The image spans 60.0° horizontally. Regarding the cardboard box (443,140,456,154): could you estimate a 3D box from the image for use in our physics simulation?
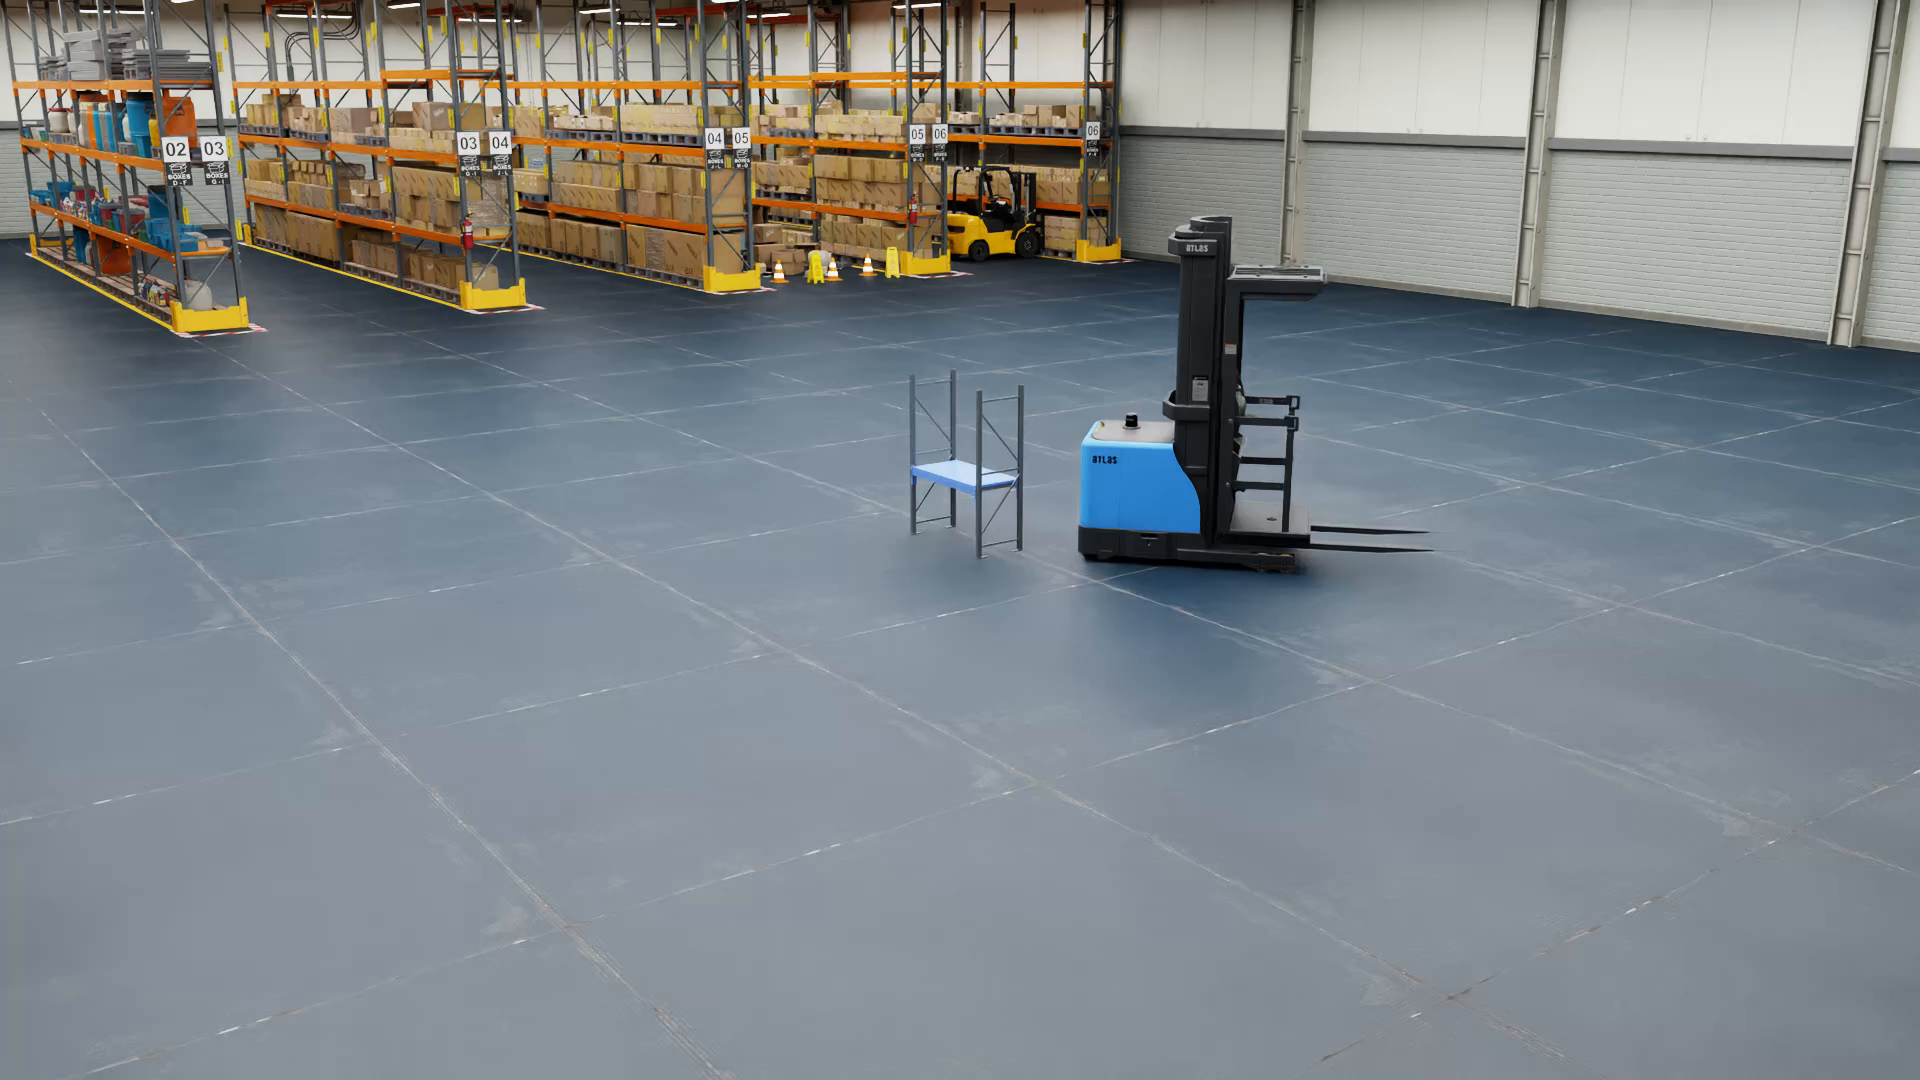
[{"bbox_3d":[-9.224,-7.268,30.725,0.500,0.250,0.500,-10,18,-33],"label":"cardboard box"}]

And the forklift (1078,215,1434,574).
[{"bbox_3d":[2.607,-1.281,14.376,3.031,2.935,1.130,3,16,11],"label":"forklift"}]

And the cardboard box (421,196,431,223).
[{"bbox_3d":[-9.970,-6.454,32.395,0.875,0.500,0.500,-11,19,-35],"label":"cardboard box"}]

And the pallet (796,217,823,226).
[{"bbox_3d":[-4.165,-9.504,49.574,1.003,0.211,1.213,-11,19,-35],"label":"pallet"}]

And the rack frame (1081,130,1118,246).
[{"bbox_3d":[3.294,-8.140,39.308,1.000,3.000,0.127,-11,19,-35],"label":"rack frame"}]

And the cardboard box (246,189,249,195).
[{"bbox_3d":[-18.200,-8.999,42.922,0.380,0.149,0.250,-11,19,-34],"label":"cardboard box"}]

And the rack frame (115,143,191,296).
[{"bbox_3d":[-15.093,-5.916,31.181,1.000,3.000,0.127,-11,19,-35],"label":"rack frame"}]

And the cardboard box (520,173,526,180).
[{"bbox_3d":[-10.486,-8.855,40.474,0.380,0.149,0.250,-10,18,-33],"label":"cardboard box"}]

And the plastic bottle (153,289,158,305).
[{"bbox_3d":[-14.383,-4.372,29.867,0.152,0.276,0.135,-11,19,-36],"label":"plastic bottle"}]

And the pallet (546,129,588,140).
[{"bbox_3d":[-8.946,-9.513,39.002,1.213,0.211,1.003,-10,18,-32],"label":"pallet"}]

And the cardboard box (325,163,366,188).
[{"bbox_3d":[-13.855,-8.229,37.545,0.797,0.503,0.637,-10,18,-33],"label":"cardboard box"}]

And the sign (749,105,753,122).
[{"bbox_3d":[-4.211,-8.570,33.392,0.100,0.325,0.005,-11,19,-35],"label":"sign"}]

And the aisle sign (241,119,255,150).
[{"bbox_3d":[-18.427,-10.469,42.895,0.394,0.787,0.004,-11,19,-35],"label":"aisle sign"}]

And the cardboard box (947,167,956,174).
[{"bbox_3d":[-0.213,-9.662,43.450,0.380,0.149,0.250,-11,19,-34],"label":"cardboard box"}]

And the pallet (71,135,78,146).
[{"bbox_3d":[-17.815,-8.304,34.583,1.003,0.211,1.213,-11,19,-35],"label":"pallet"}]

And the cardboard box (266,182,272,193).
[{"bbox_3d":[-16.869,-8.736,41.208,0.500,0.250,0.500,-10,18,-33],"label":"cardboard box"}]

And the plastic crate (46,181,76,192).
[{"bbox_3d":[-21.801,-8.481,40.376,0.616,0.435,0.499,-11,19,-35],"label":"plastic crate"}]

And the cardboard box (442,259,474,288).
[{"bbox_3d":[-9.820,-5.222,32.587,0.500,0.500,0.500,-9,18,-29],"label":"cardboard box"}]

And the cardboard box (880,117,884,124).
[{"bbox_3d":[-1.549,-9.280,36.757,0.380,0.149,0.250,-11,19,-34],"label":"cardboard box"}]

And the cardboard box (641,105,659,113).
[{"bbox_3d":[-6.475,-9.046,34.916,0.380,0.149,0.250,-11,19,-34],"label":"cardboard box"}]

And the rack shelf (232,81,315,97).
[{"bbox_3d":[-16.966,-11.173,41.148,1.077,0.370,4.000,-11,19,-35],"label":"rack shelf"}]

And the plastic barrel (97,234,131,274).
[{"bbox_3d":[-17.746,-6.027,34.905,0.600,0.830,0.708,-11,19,-35],"label":"plastic barrel"}]

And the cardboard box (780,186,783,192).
[{"bbox_3d":[-4.185,-8.591,40.637,0.380,0.149,0.250,-11,19,-35],"label":"cardboard box"}]

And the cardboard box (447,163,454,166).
[{"bbox_3d":[-13.432,-10.311,44.593,0.500,0.500,0.500,-11,19,-36],"label":"cardboard box"}]

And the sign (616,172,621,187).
[{"bbox_3d":[-7.448,-7.867,36.267,0.100,0.325,0.005,-11,19,-35],"label":"sign"}]

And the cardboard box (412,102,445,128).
[{"bbox_3d":[-10.616,-8.507,33.269,0.500,0.500,0.500,-12,19,-36],"label":"cardboard box"}]

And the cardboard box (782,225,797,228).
[{"bbox_3d":[-4.658,-7.733,42.005,0.950,0.372,0.625,-11,19,-36],"label":"cardboard box"}]

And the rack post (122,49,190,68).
[{"bbox_3d":[-13.906,-8.327,28.773,0.937,0.300,0.954,-11,19,-36],"label":"rack post"}]

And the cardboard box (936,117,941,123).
[{"bbox_3d":[-0.403,-10.923,43.284,0.380,0.149,0.250,-11,19,-35],"label":"cardboard box"}]

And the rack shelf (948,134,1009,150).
[{"bbox_3d":[-0.234,-10.521,43.688,1.077,0.370,4.000,-11,19,-35],"label":"rack shelf"}]

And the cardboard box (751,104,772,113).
[{"bbox_3d":[-6.056,-13.182,50.820,0.500,0.250,0.500,-11,19,-35],"label":"cardboard box"}]

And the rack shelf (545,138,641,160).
[{"bbox_3d":[-8.191,-8.960,37.984,1.077,0.370,4.000,-11,19,-35],"label":"rack shelf"}]

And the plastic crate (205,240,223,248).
[{"bbox_3d":[-13.007,-5.175,28.976,0.298,0.136,0.250,-11,19,-35],"label":"plastic crate"}]

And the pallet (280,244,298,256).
[{"bbox_3d":[-16.174,-7.222,41.238,1.003,0.211,1.213,-11,19,-35],"label":"pallet"}]

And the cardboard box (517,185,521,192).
[{"bbox_3d":[-10.628,-8.621,40.748,0.380,0.149,0.250,-12,19,-37],"label":"cardboard box"}]

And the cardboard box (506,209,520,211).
[{"bbox_3d":[-11.498,-8.301,42.415,0.500,0.250,0.500,-12,19,-37],"label":"cardboard box"}]

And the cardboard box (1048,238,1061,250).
[{"bbox_3d":[2.478,-7.175,40.196,0.500,0.250,0.500,-11,19,-35],"label":"cardboard box"}]

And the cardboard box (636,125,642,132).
[{"bbox_3d":[-6.630,-8.717,35.224,0.380,0.149,0.250,-11,19,-35],"label":"cardboard box"}]

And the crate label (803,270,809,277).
[{"bbox_3d":[-3.225,-5.793,36.155,0.298,0.136,0.250,7,17,23],"label":"crate label"}]

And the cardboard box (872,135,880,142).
[{"bbox_3d":[-1.736,-8.947,37.052,0.380,0.149,0.250,-11,19,-35],"label":"cardboard box"}]

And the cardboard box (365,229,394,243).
[{"bbox_3d":[-12.700,-6.657,36.370,0.500,0.250,0.500,-8,17,-28],"label":"cardboard box"}]

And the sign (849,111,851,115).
[{"bbox_3d":[-2.636,-10.005,39.460,0.100,0.325,0.005,-11,19,-35],"label":"sign"}]

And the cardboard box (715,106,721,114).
[{"bbox_3d":[-4.749,-8.714,33.704,0.380,0.149,0.250,-11,19,-34],"label":"cardboard box"}]

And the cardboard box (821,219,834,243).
[{"bbox_3d":[-2.942,-7.293,39.205,0.500,0.500,0.500,-10,18,-32],"label":"cardboard box"}]

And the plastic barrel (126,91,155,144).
[{"bbox_3d":[-14.594,-7.578,29.827,0.600,0.901,0.708,-11,19,-35],"label":"plastic barrel"}]

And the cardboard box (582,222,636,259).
[{"bbox_3d":[-8.017,-6.875,38.154,1.050,0.750,0.750,-11,19,-35],"label":"cardboard box"}]

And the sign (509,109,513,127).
[{"bbox_3d":[-8.296,-7.783,30.666,0.100,0.325,0.005,-11,19,-35],"label":"sign"}]

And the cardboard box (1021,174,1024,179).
[{"bbox_3d":[1.646,-8.968,40.917,0.380,0.149,0.250,-12,19,-36],"label":"cardboard box"}]

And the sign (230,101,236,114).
[{"bbox_3d":[-18.595,-11.068,42.521,0.100,0.325,0.005,-11,19,-35],"label":"sign"}]

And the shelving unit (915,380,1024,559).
[{"bbox_3d":[0.053,-0.704,14.982,0.500,1.500,1.039,-11,19,-35],"label":"shelving unit"}]

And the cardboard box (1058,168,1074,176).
[{"bbox_3d":[2.567,-8.788,39.693,0.380,0.149,0.250,-10,18,-33],"label":"cardboard box"}]

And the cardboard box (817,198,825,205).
[{"bbox_3d":[-3.145,-7.984,39.216,0.380,0.149,0.250,-11,19,-35],"label":"cardboard box"}]

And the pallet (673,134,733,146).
[{"bbox_3d":[-5.108,-8.139,33.792,1.003,0.211,1.213,-11,19,-35],"label":"pallet"}]

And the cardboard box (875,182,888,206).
[{"bbox_3d":[-1.551,-7.741,37.098,0.500,0.500,0.500,-11,19,-34],"label":"cardboard box"}]
